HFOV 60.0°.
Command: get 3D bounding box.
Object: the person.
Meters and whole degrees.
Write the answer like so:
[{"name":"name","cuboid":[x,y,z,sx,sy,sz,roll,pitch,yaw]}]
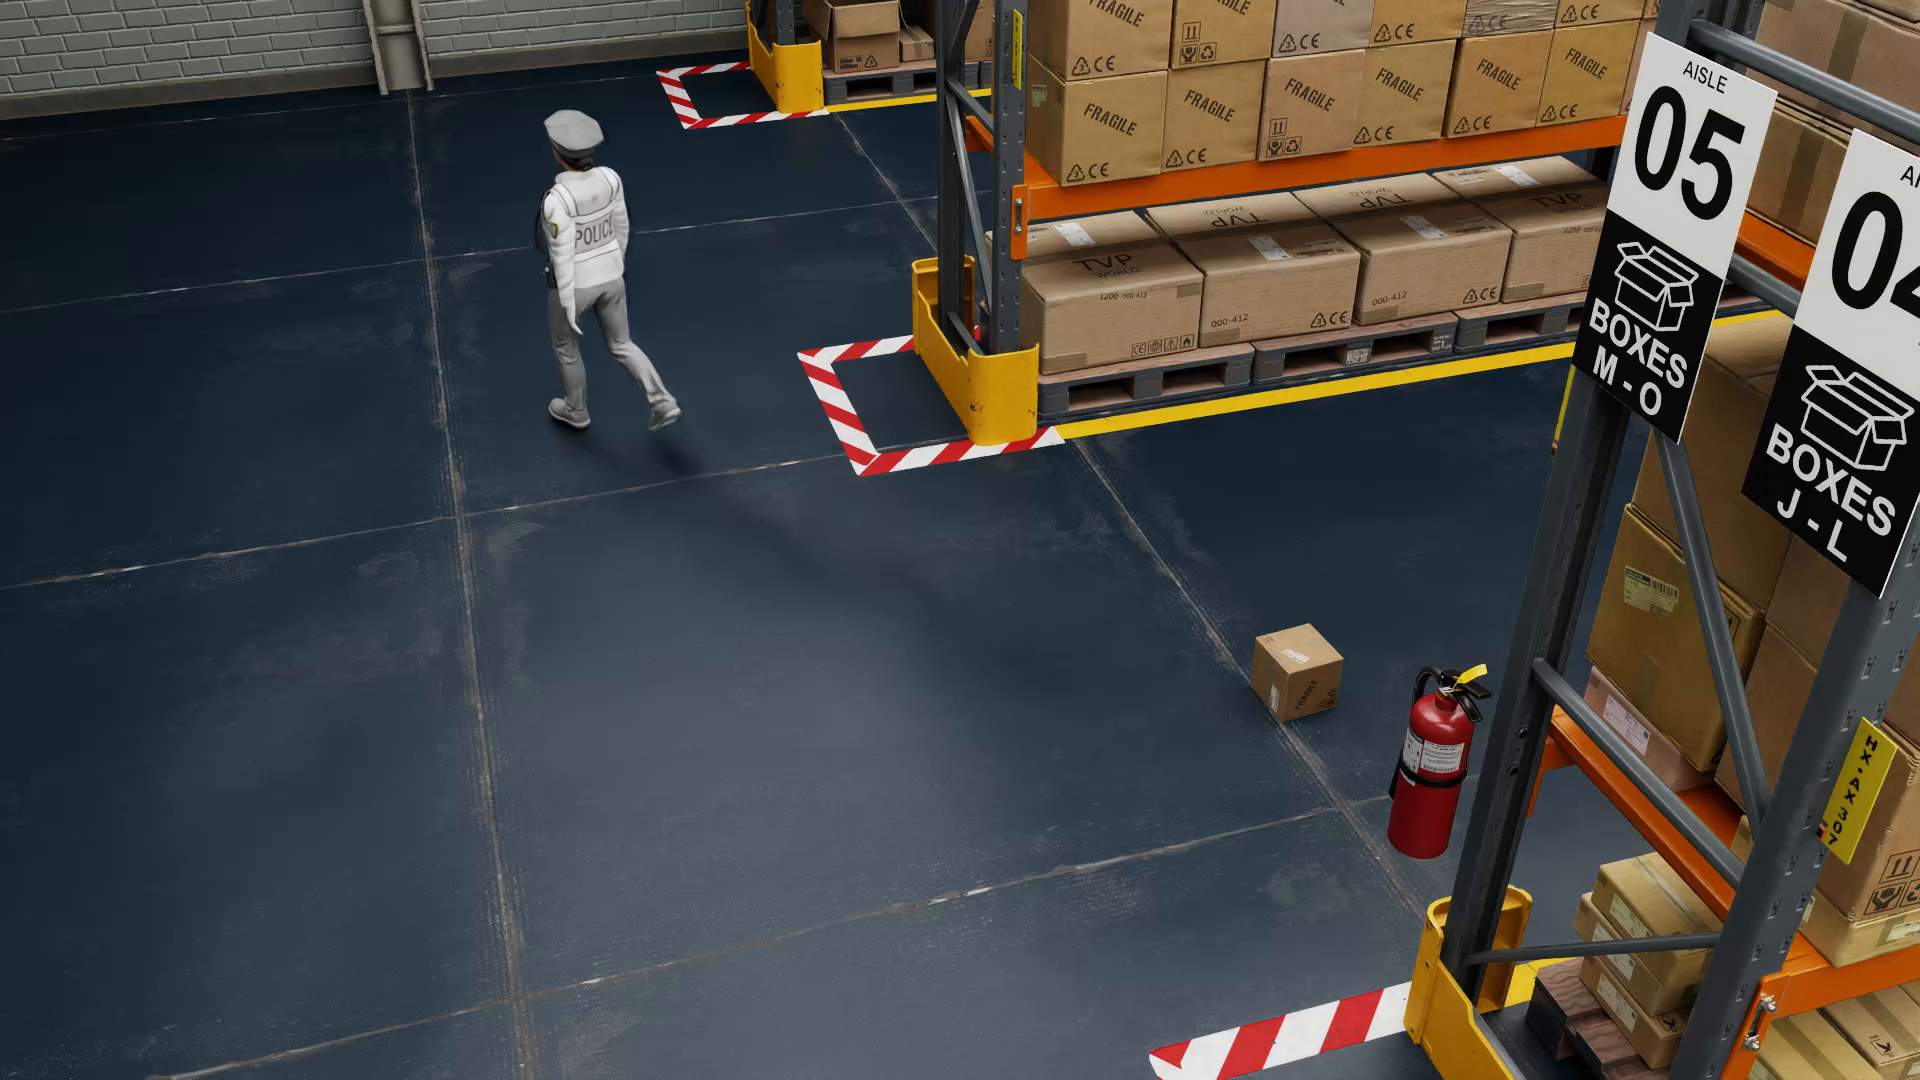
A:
[{"name":"person","cuboid":[-1.738,-1.237,7.930,0.840,1.655,0.484,27,43,34]}]
